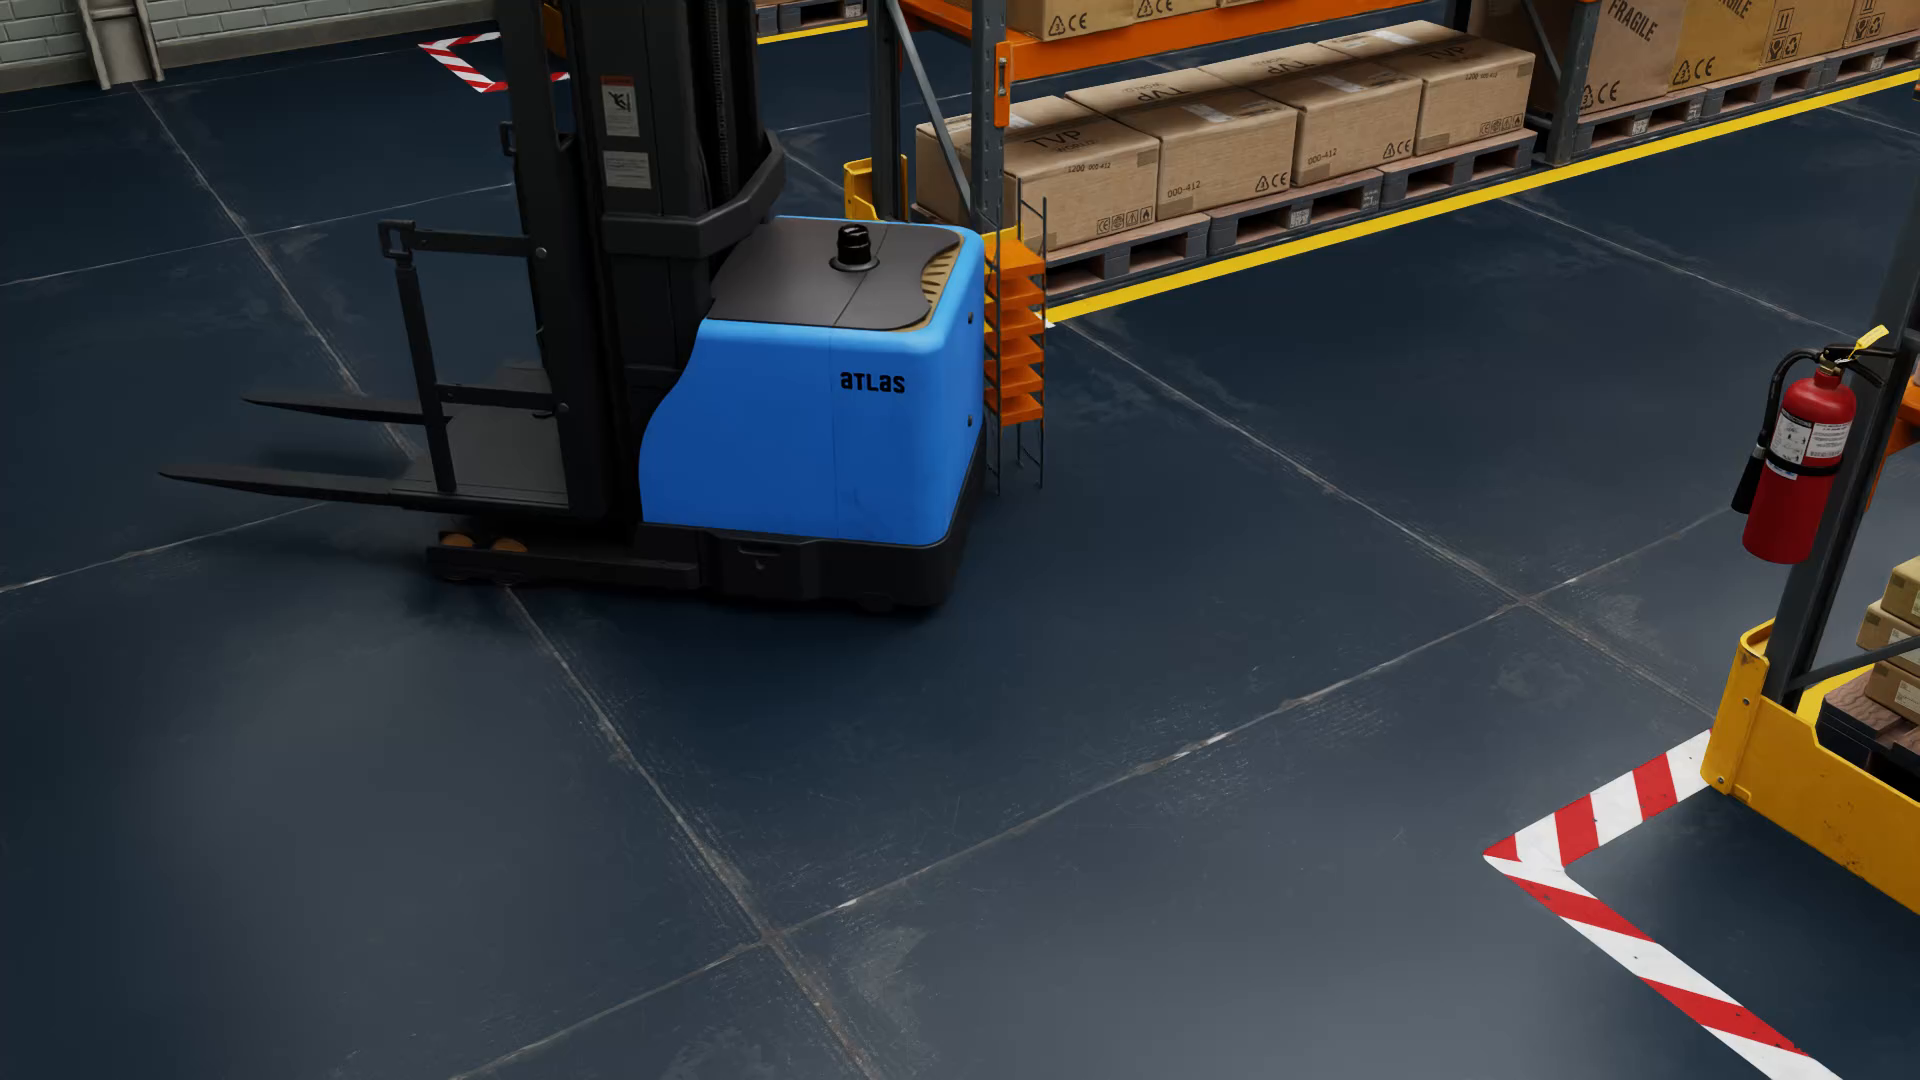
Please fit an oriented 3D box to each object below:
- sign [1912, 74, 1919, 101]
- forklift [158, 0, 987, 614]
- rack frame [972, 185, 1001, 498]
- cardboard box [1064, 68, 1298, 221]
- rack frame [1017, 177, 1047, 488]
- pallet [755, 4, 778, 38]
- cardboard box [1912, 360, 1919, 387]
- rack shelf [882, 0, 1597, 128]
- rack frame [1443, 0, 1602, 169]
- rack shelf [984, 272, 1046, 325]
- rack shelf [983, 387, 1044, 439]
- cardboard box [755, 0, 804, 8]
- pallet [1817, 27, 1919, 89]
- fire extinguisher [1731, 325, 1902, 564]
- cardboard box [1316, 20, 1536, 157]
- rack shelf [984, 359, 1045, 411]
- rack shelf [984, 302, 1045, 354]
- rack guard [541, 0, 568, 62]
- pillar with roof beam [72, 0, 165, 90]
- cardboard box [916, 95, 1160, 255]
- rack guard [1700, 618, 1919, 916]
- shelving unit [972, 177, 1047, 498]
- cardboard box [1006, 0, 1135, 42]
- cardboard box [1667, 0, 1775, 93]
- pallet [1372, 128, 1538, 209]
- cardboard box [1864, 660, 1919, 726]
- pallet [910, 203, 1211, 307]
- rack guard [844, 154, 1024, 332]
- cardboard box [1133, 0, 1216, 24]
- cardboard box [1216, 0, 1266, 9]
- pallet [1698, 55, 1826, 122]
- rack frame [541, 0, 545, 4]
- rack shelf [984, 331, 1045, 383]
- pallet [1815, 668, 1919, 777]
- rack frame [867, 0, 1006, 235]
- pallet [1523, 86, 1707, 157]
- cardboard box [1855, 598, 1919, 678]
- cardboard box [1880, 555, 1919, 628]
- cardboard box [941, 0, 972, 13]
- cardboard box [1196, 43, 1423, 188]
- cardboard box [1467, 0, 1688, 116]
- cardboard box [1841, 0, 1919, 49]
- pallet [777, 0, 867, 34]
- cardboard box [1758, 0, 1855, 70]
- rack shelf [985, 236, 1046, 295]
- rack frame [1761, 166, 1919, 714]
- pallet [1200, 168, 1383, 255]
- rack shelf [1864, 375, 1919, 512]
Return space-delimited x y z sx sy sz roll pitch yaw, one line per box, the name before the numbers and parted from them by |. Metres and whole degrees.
sign | 2.361 -1.196 3.954 0.005 0.325 0.100 -19 37 -27
forklift | -1.462 -1.348 5.639 3.031 2.935 1.130 5 33 8
rack frame | 0.102 -0.729 6.281 0.006 1.200 0.240 -14 35 -19
cardboard box | 1.143 -2.107 8.786 0.875 0.438 0.875 -18 36 -26
rack frame | 0.271 -0.770 6.339 0.006 1.200 0.240 -14 35 -19
pallet | -2.081 -3.807 12.088 1.213 0.211 1.003 -19 37 -27
cardboard box | 2.766 -0.433 4.361 0.250 0.149 0.380 -19 37 -27
rack shelf | 1.559 -2.783 8.524 4.000 0.370 1.077 -19 37 -27
rack frame | 3.240 -3.665 9.249 0.127 3.000 1.000 -19 37 -27
rack shelf | 0.183 -0.914 6.205 0.180 0.103 0.258 -14 35 -19
rack shelf | 0.191 -0.510 6.464 0.180 0.103 0.258 -14 35 -19
cardboard box | -1.509 -4.218 12.075 0.500 0.500 0.700 -17 36 -25
pallet | 5.899 -3.448 11.518 1.213 0.211 1.003 -19 37 -27
fire extinguisher | 2.183 -0.262 4.276 0.183 0.674 0.296 -19 37 -27
cardboard box | 2.654 -2.626 9.609 0.875 0.438 0.875 -20 37 -28
rack shelf | 0.189 -0.611 6.399 0.180 0.103 0.258 -14 35 -19
rack shelf | 0.185 -0.813 6.269 0.180 0.103 0.258 -14 35 -19
rack guard | -2.750 -3.698 11.644 0.348 0.500 1.175 -19 37 -27
pillar with roof beam | -3.236 -4.965 5.687 0.400 9.000 9.100 -19 37 -27
cardboard box | 0.379 -1.839 8.361 0.875 0.438 0.875 -20 38 -29
rack guard | 2.709 0.717 4.645 0.348 0.500 1.175 -19 37 -27
shelving unit | 0.186 -0.750 6.310 0.189 1.200 0.258 -14 35 -19
cardboard box | 0.437 -2.561 7.405 0.500 0.500 0.500 -19 37 -28
cardboard box | 4.473 -3.424 10.464 0.875 0.875 0.875 -18 36 -26
pallet | 2.559 -2.301 9.700 1.213 0.211 1.003 -19 37 -27
cardboard box | 2.975 0.464 4.981 0.250 0.149 0.380 -18 37 -26
pallet | 0.508 -1.596 8.582 1.213 0.211 1.003 -19 37 -27
rack guard | -0.142 -1.445 8.072 0.348 0.500 1.175 -19 37 -27
cardboard box | 0.847 -2.720 7.657 0.500 0.500 0.500 -20 37 -28
cardboard box | 1.285 -2.859 7.877 0.500 0.500 0.500 -19 37 -28
pallet | 4.874 -3.097 10.962 1.213 0.211 1.003 -19 37 -27
rack frame | -2.814 -4.734 10.943 0.127 3.000 1.000 -19 37 -27
rack shelf | 0.187 -0.712 6.334 0.180 0.103 0.258 -14 35 -19
pallet | 3.411 0.620 5.069 1.213 0.211 1.003 -19 37 -27
rack frame | -0.122 -2.509 7.416 0.127 3.000 1.000 -19 37 -27
pallet | 3.848 -2.743 10.400 1.213 0.211 1.003 -19 37 -27
cardboard box | 2.934 0.303 4.957 0.250 0.149 0.380 -20 37 -29
cardboard box | 2.953 0.191 4.856 0.250 0.149 0.380 -19 37 -27
cardboard box | 0.140 -2.809 7.798 0.500 0.500 0.500 -19 37 -27
cardboard box | 1.902 -2.367 9.198 0.875 0.438 0.875 -20 37 -29
cardboard box | 3.718 -3.159 10.045 0.875 0.875 0.875 -18 36 -26
cardboard box | 5.977 -3.938 11.279 0.875 0.875 0.875 -19 37 -28
pallet | -1.056 -4.158 12.643 1.213 0.211 1.003 -19 37 -27
cardboard box | 5.225 -3.682 10.873 0.875 0.875 0.875 -19 37 -27
rack shelf | 0.181 -1.015 6.140 0.180 0.103 0.258 -14 35 -19
rack frame | 2.645 -0.318 3.943 0.127 3.000 1.000 -19 37 -27
pallet | 1.532 -1.946 9.137 1.213 0.211 1.003 -19 37 -27
rack shelf | 4.326 -0.592 5.052 4.000 0.370 1.077 -19 37 -27
